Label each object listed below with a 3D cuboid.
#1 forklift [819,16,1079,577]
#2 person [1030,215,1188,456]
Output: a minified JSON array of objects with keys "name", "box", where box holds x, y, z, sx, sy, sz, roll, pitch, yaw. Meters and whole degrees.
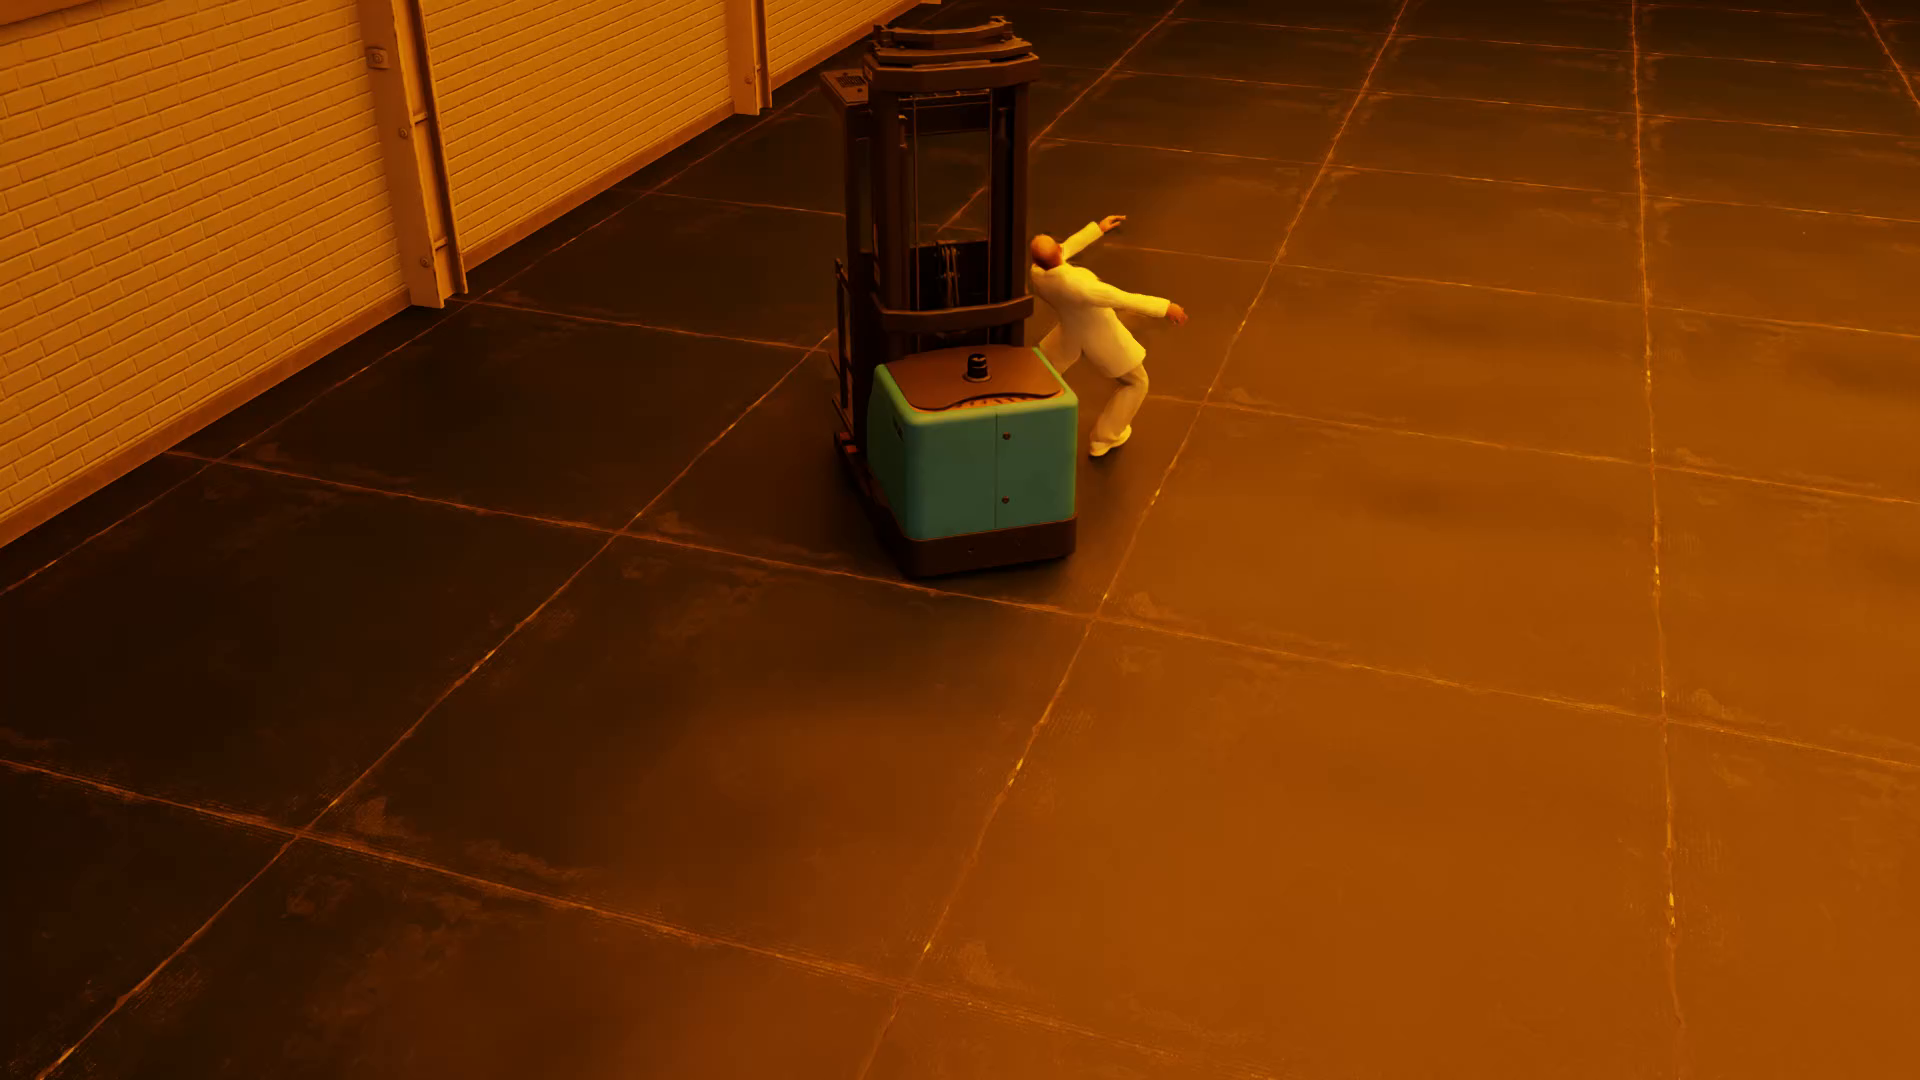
[{"name":"forklift","box":[-0.208,-1.778,10.255,1.130,2.935,3.031,-8,31,-14]},{"name":"person","box":[0.911,-1.259,10.737,1.070,1.504,0.811,16,33,26]}]
